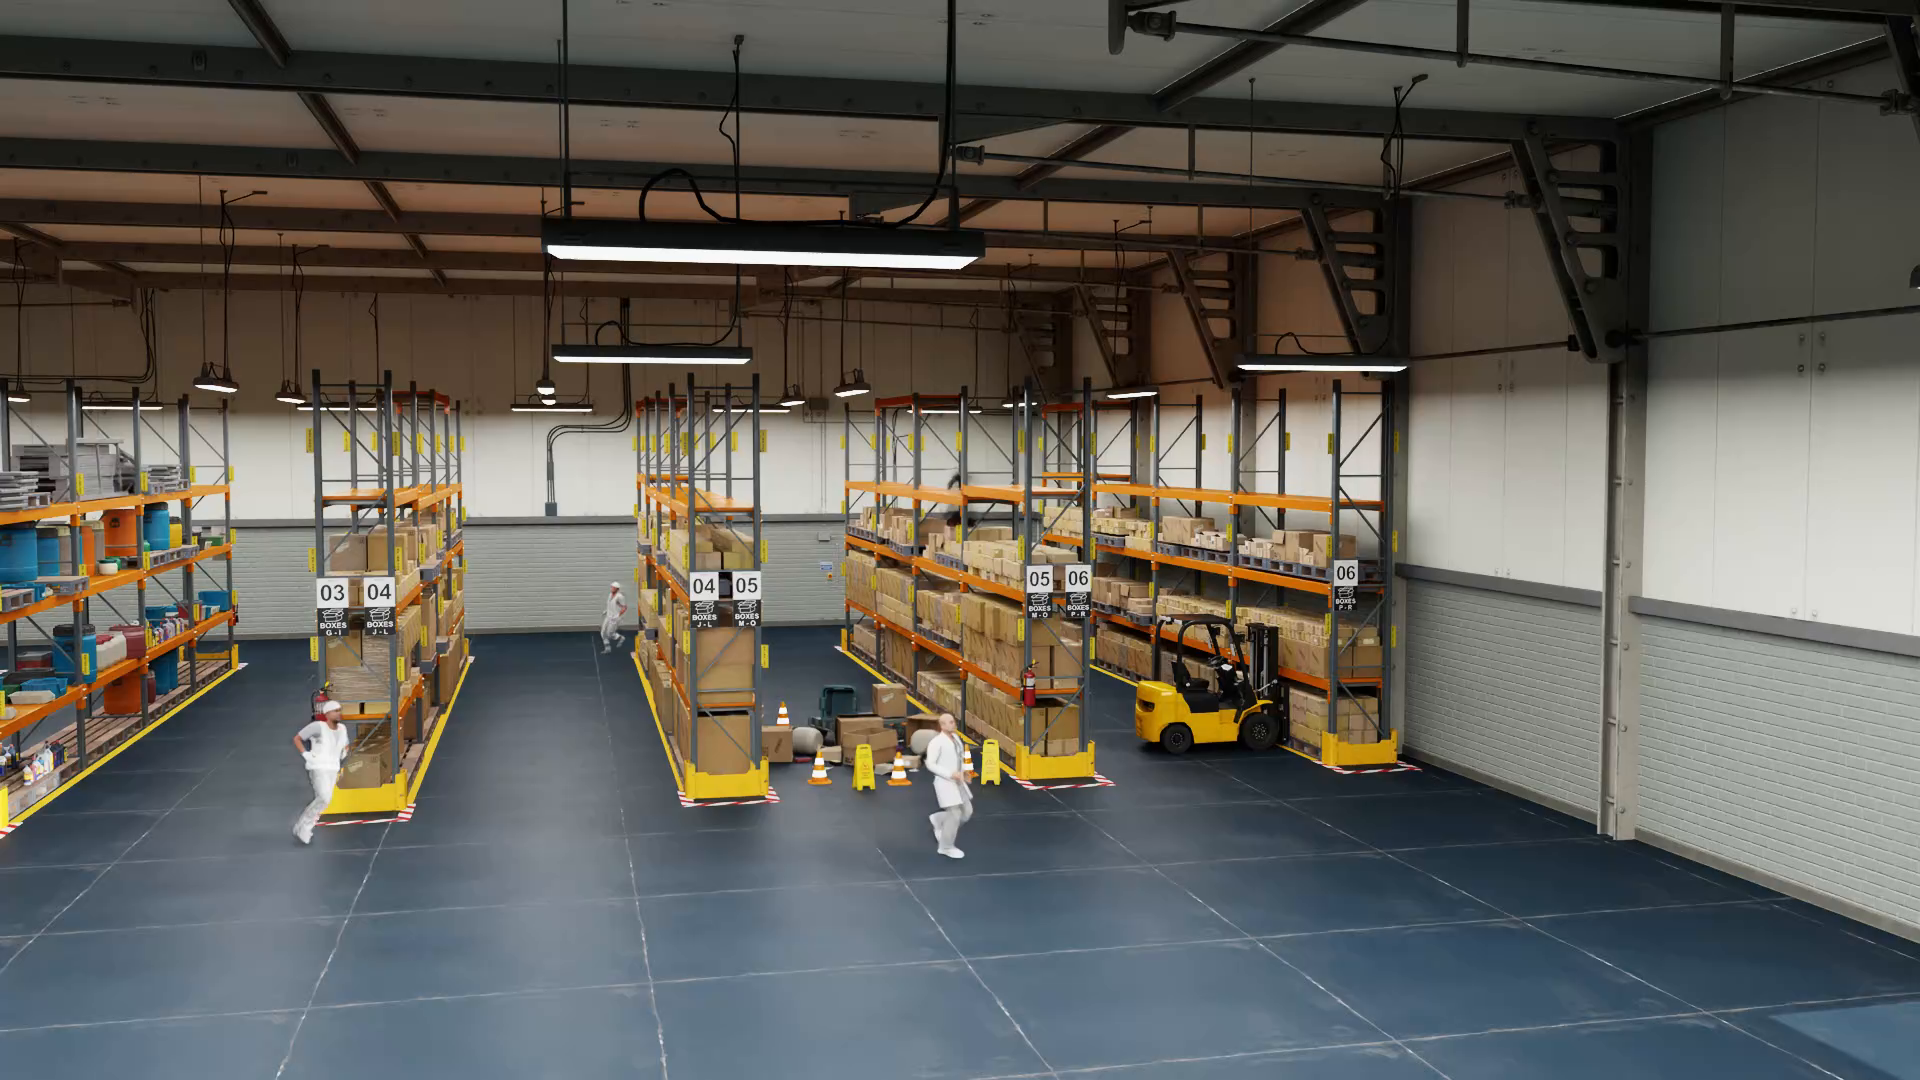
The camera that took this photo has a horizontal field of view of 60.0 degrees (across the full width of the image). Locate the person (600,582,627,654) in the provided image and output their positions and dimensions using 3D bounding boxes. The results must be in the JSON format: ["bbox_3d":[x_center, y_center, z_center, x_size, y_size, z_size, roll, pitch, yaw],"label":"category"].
[{"bbox_3d":[-8.219,1.867,39.687,0.700,1.727,0.616,3,5,43],"label":"person"}]

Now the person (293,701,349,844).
[{"bbox_3d":[-8.066,2.921,21.094,0.631,1.742,0.737,1,4,24],"label":"person"}]

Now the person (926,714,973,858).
[{"bbox_3d":[-0.147,2.976,20.221,0.637,1.734,0.711,2,4,33],"label":"person"}]
